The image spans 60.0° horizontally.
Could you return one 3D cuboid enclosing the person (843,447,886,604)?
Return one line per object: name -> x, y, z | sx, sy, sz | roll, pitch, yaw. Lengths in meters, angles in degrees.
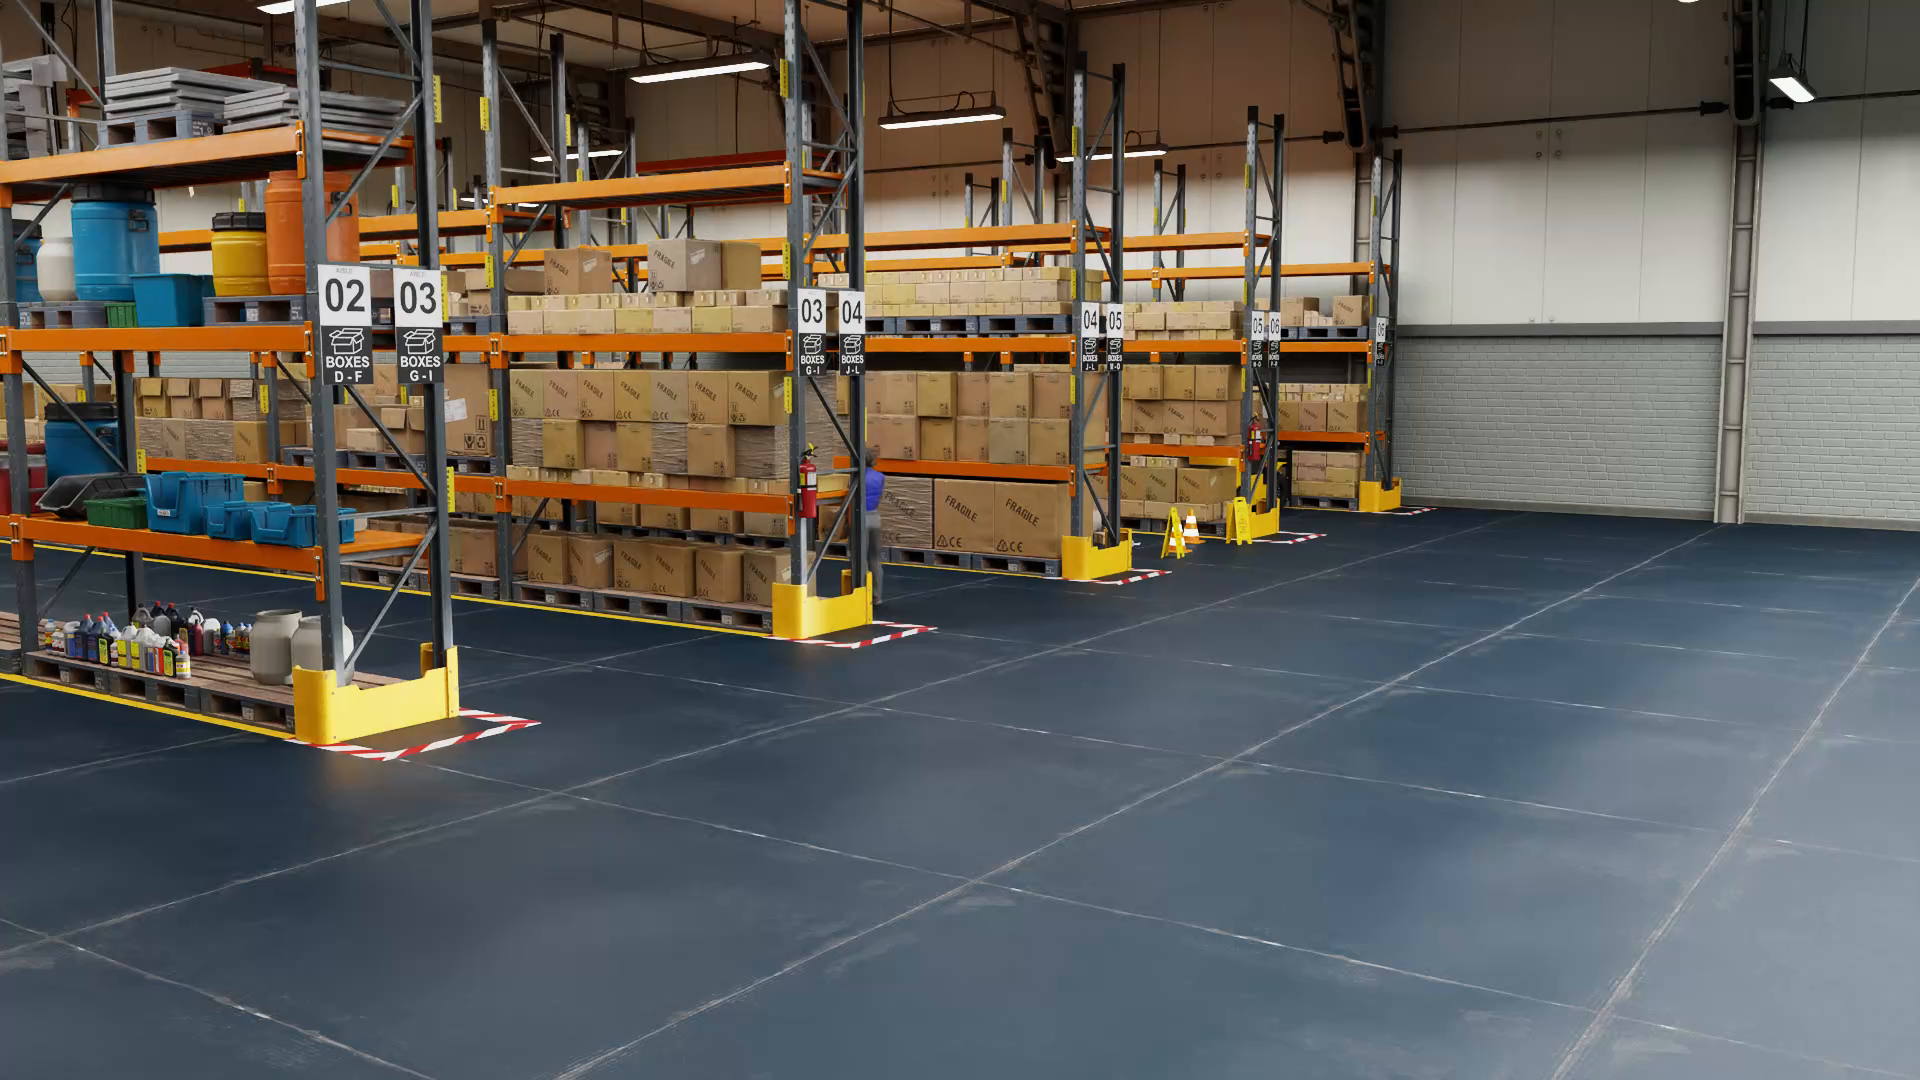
person -> -1.015, -0.139, 17.224 | 0.482, 1.656, 0.470 | -5, 8, -39
